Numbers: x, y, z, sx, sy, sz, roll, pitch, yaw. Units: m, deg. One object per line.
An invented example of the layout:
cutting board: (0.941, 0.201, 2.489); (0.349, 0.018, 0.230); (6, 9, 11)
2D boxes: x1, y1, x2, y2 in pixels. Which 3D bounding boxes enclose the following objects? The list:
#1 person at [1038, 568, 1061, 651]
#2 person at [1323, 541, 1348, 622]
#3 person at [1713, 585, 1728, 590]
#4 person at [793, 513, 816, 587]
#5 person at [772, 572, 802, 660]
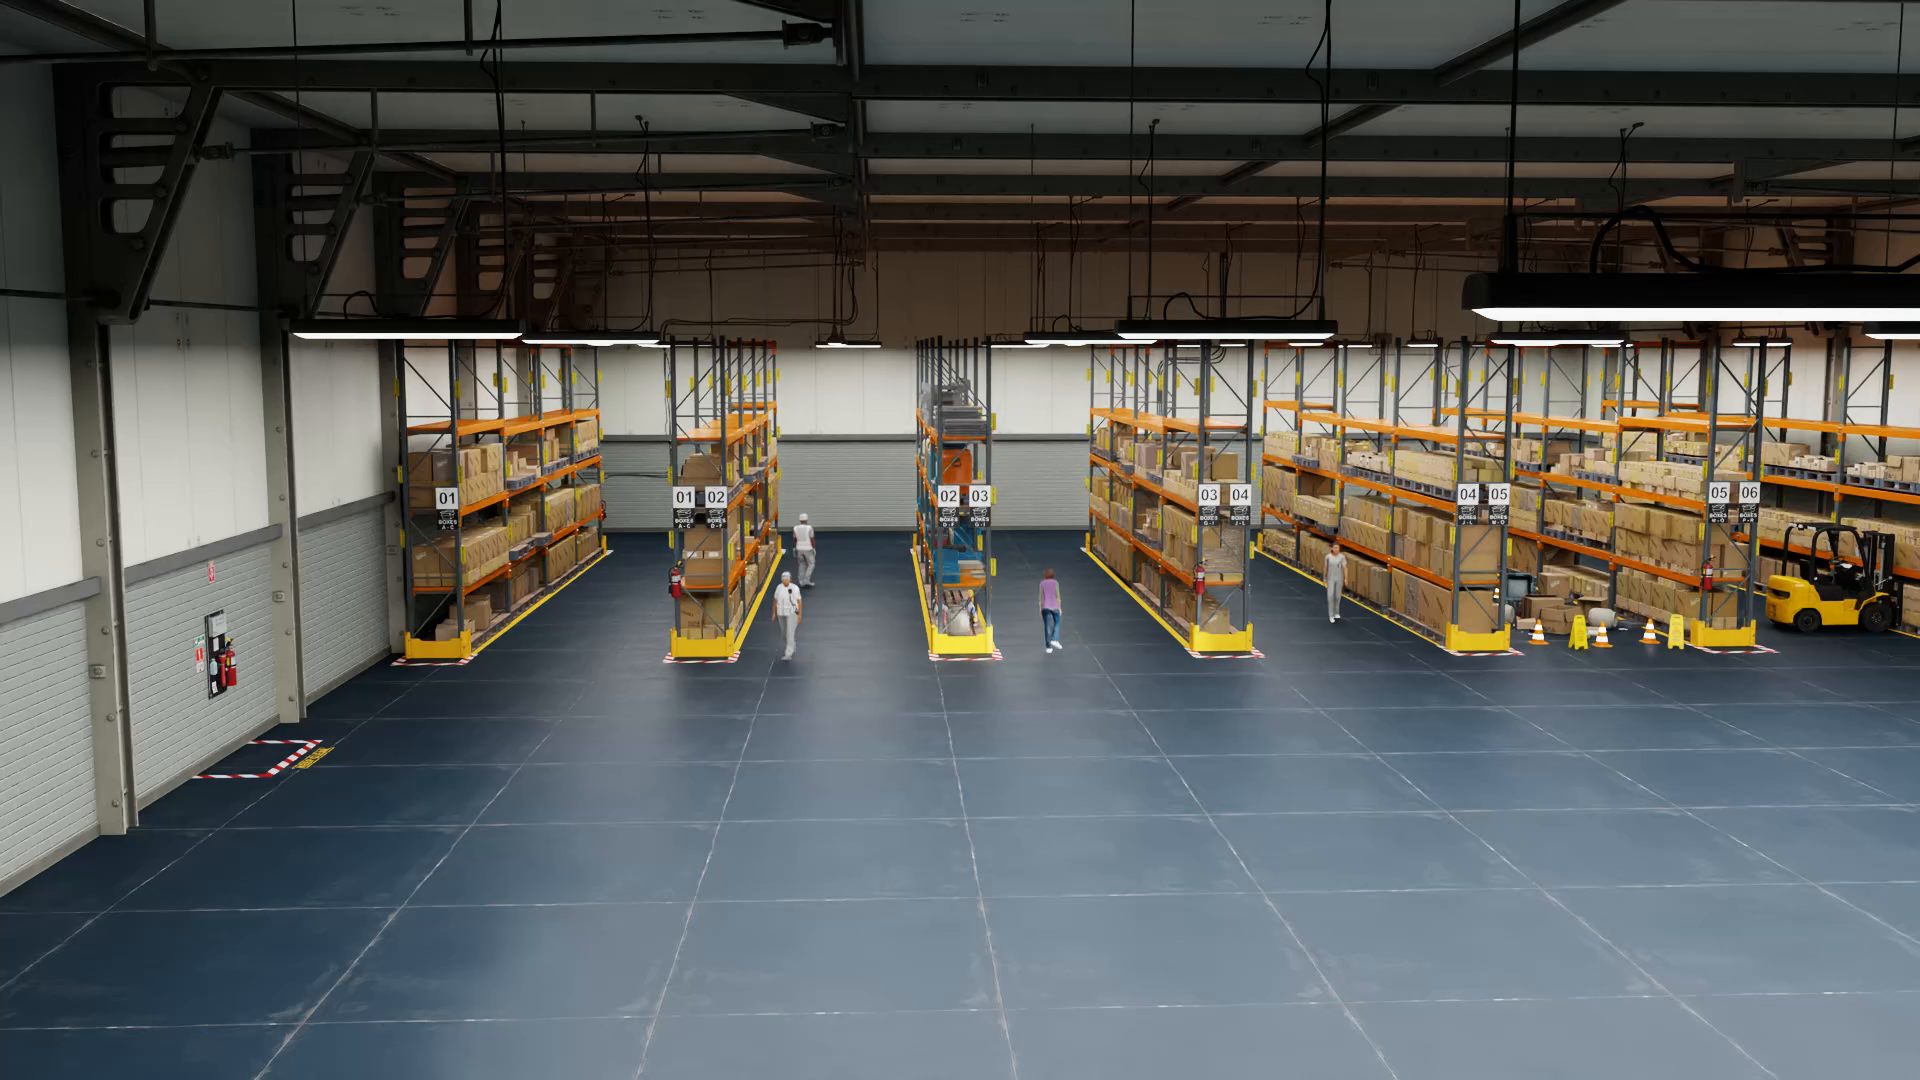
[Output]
person: (1.710, 1.335, 31.698); (0.450, 1.567, 0.470); (1, 7, 8)
person: (8.004, 0.907, 35.450); (0.501, 1.645, 0.617); (1, 7, 8)
person: (16.523, 0.743, 36.228); (0.631, 1.753, 0.790); (-1, 7, -6)
person: (-3.797, 0.249, 40.483); (0.603, 1.785, 0.517); (2, 7, 21)
person: (-3.239, 1.393, 30.990); (0.500, 1.627, 0.925); (3, 7, 23)
